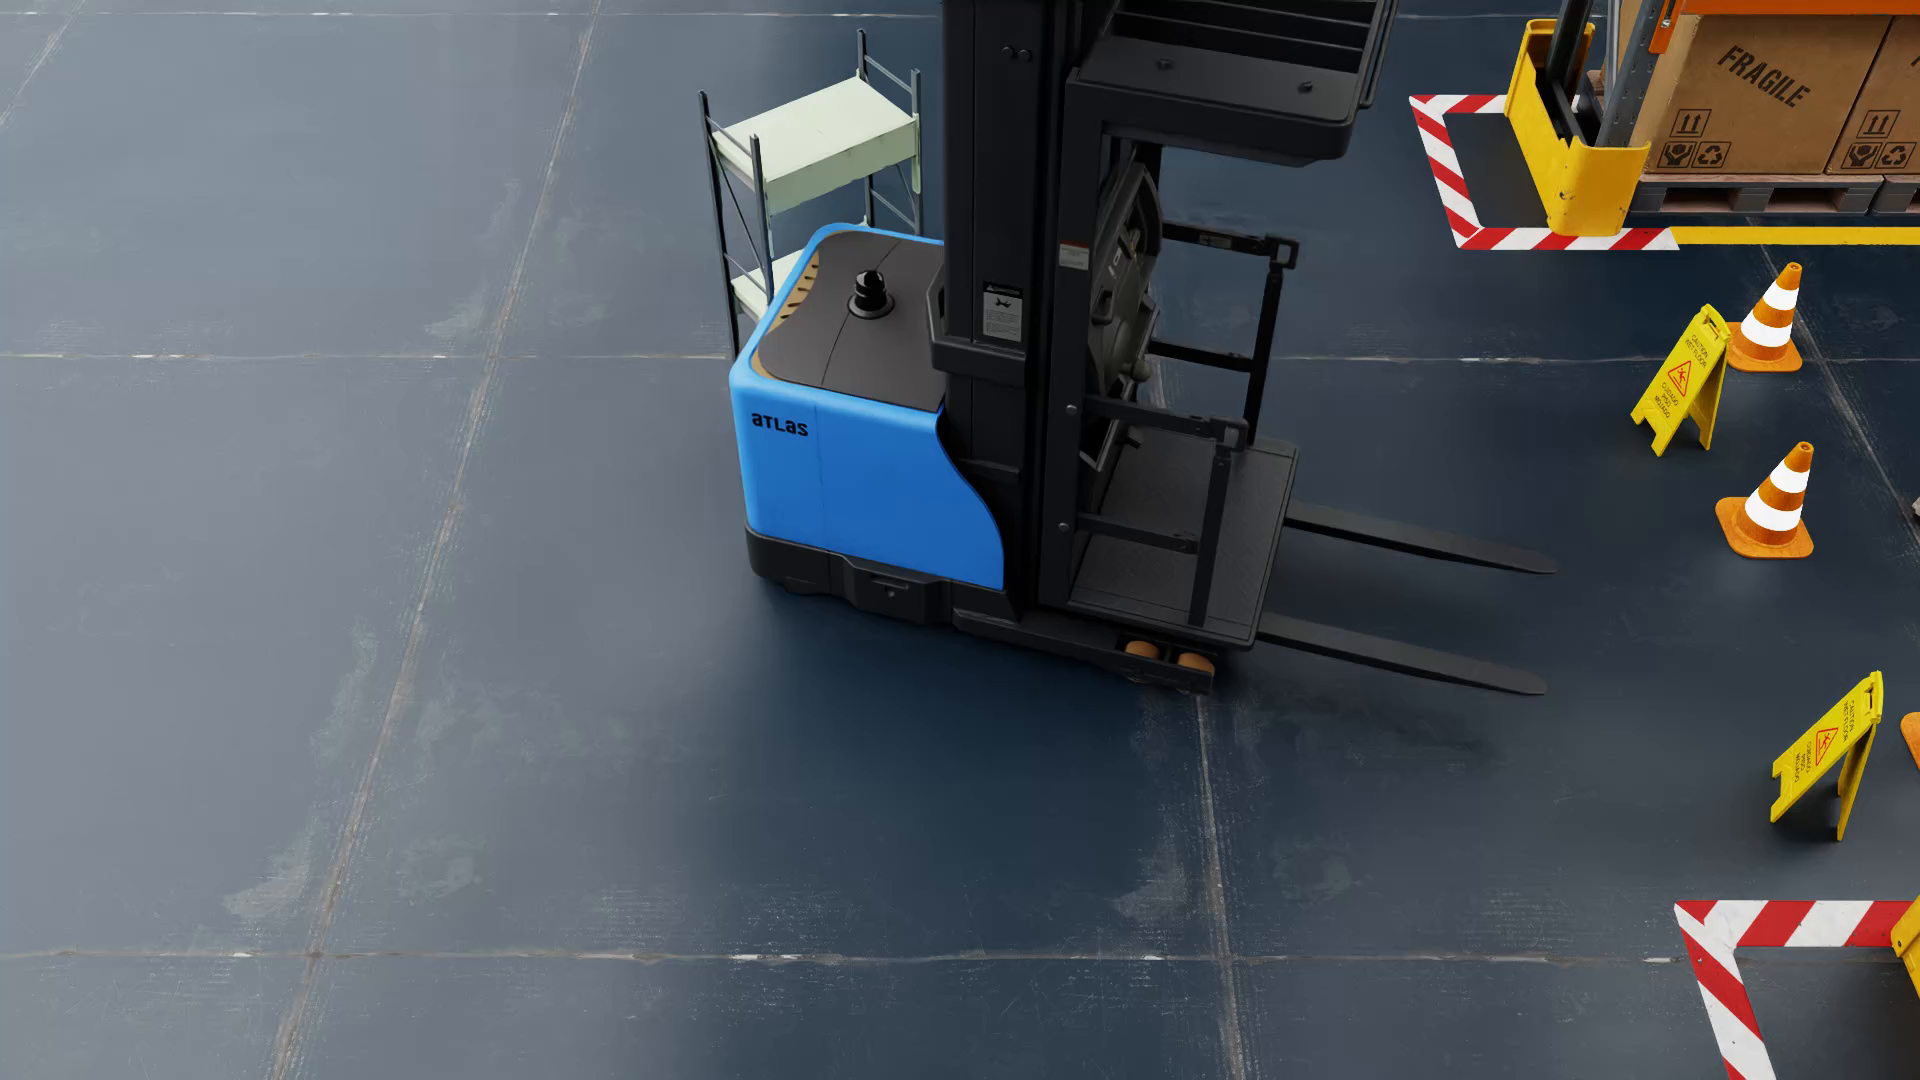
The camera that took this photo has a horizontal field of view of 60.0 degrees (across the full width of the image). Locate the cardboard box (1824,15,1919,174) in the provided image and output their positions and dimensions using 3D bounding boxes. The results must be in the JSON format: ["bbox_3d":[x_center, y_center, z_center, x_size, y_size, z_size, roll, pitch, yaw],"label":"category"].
[{"bbox_3d":[4.658,-2.400,8.099,0.875,0.875,0.875,-1,47,0],"label":"cardboard box"}]

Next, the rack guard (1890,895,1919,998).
[{"bbox_3d":[3.258,1.541,4.974,0.348,0.500,1.175,0,47,0],"label":"rack guard"}]

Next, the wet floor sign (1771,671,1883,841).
[{"bbox_3d":[2.996,0.707,5.651,0.232,0.644,0.267,15,49,14],"label":"wet floor sign"}]

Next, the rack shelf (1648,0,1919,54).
[{"bbox_3d":[5.099,-2.684,7.691,4.000,0.370,1.077,0,47,0],"label":"rack shelf"}]

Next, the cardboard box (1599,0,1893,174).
[{"bbox_3d":[3.778,-2.400,8.100,0.875,0.875,0.875,0,47,0],"label":"cardboard box"}]

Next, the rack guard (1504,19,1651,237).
[{"bbox_3d":[3.075,-2.083,8.347,0.348,0.500,1.175,0,47,0],"label":"rack guard"}]

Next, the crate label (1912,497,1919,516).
[{"bbox_3d":[4.067,-0.136,6.783,0.298,0.136,0.250,-23,51,-20],"label":"crate label"}]

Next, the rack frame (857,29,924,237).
[{"bbox_3d":[-0.279,-1.394,7.023,0.023,1.500,0.400,-29,53,-24],"label":"rack frame"}]

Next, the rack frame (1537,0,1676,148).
[{"bbox_3d":[3.099,-2.935,7.432,0.127,3.000,1.000,0,47,0],"label":"rack frame"}]

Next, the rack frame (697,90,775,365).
[{"bbox_3d":[-0.862,-1.070,6.722,0.023,1.500,0.400,-29,53,-24],"label":"rack frame"}]

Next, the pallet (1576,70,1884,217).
[{"bbox_3d":[3.899,-2.040,8.504,1.213,0.211,1.003,0,47,0],"label":"pallet"}]

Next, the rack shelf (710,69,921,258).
[{"bbox_3d":[-0.571,-1.498,6.587,0.720,0.370,0.431,-29,53,-24],"label":"rack shelf"}]

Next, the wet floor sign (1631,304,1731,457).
[{"bbox_3d":[3.063,-0.683,6.945,0.232,0.644,0.267,-7,47,-7],"label":"wet floor sign"}]

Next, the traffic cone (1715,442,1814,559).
[{"bbox_3d":[3.281,-0.203,6.623,0.334,0.463,0.336,0,47,0],"label":"traffic cone"}]

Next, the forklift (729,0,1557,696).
[{"bbox_3d":[0.743,-0.858,5.546,3.031,2.935,1.130,13,48,12],"label":"forklift"}]

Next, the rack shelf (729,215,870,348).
[{"bbox_3d":[-0.571,-1.010,7.111,0.720,0.370,0.431,-29,53,-24],"label":"rack shelf"}]

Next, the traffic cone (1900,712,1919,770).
[{"bbox_3d":[3.617,0.610,5.866,0.334,0.463,0.336,0,47,0],"label":"traffic cone"}]

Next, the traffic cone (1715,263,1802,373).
[{"bbox_3d":[3.625,-1.030,7.392,0.334,0.463,0.336,0,47,0],"label":"traffic cone"}]

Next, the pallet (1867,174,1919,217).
[{"bbox_3d":[5.116,-2.034,8.499,1.213,0.211,1.003,0,47,0],"label":"pallet"}]

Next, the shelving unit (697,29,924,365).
[{"bbox_3d":[-0.571,-1.232,6.872,0.755,1.500,0.431,-29,53,-24],"label":"shelving unit"}]
